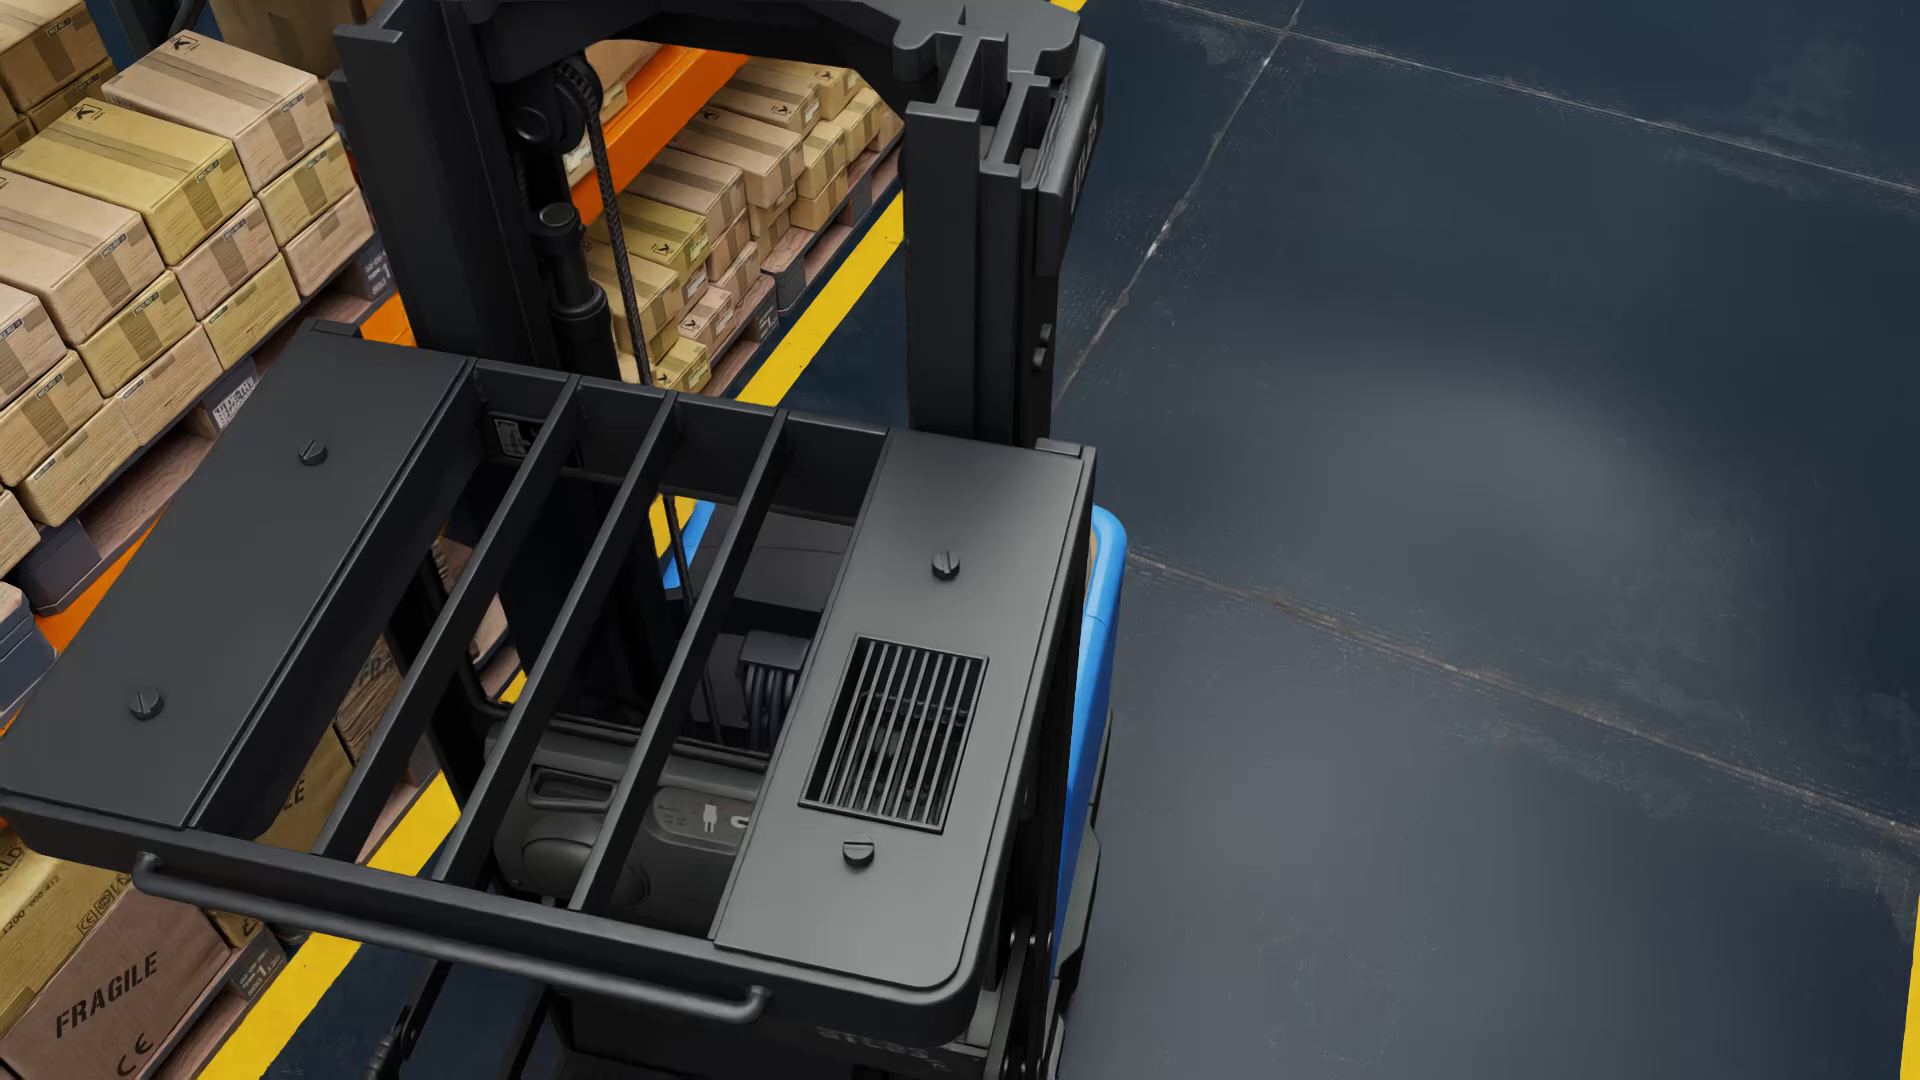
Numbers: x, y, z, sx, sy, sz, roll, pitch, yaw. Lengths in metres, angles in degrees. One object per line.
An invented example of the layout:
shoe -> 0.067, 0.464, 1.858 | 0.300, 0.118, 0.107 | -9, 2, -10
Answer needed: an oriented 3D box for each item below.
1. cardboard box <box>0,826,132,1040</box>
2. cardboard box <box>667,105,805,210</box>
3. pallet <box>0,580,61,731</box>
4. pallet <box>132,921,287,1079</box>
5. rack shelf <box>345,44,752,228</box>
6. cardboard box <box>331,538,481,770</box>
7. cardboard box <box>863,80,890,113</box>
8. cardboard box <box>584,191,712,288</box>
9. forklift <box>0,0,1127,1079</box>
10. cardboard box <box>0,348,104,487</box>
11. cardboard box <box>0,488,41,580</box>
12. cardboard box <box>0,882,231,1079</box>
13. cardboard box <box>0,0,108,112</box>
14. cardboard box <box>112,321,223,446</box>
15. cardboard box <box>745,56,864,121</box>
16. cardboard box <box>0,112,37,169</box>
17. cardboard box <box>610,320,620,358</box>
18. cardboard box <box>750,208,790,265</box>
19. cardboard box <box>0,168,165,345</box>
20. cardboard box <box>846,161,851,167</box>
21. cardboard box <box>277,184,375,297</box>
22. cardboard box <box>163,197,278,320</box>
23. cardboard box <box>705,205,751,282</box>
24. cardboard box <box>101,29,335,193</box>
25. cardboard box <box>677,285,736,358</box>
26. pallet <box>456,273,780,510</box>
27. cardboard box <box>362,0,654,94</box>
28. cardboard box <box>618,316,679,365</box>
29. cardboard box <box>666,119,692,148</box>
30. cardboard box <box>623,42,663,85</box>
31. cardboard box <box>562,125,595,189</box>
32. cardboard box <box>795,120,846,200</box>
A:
cardboard box -> -2.126, 0.729, 3.534 | 0.500, 0.250, 0.500 | 18, 52, 14
cardboard box -> -0.749, -1.287, 5.581 | 0.380, 0.149, 0.250 | 21, 53, 17
pallet -> -2.491, 0.424, 3.045 | 1.003, 0.211, 1.213 | 20, 52, 16
pallet -> -2.442, 1.268, 4.033 | 1.003, 0.211, 1.213 | 20, 52, 16
rack shelf -> -0.737, -2.160, 5.591 | 1.077, 0.370, 4.000 | 20, 52, 16
cardboard box -> -1.680, 0.250, 4.433 | 0.500, 0.500, 0.500 | 19, 52, 15
cardboard box -> -0.406, -1.733, 6.156 | 0.380, 0.149, 0.250 | 22, 53, 18
cardboard box -> -1.022, -0.951, 5.295 | 0.380, 0.149, 0.250 | 19, 52, 16
forklift -> -0.423, 0.684, 2.743 | 1.130, 2.935, 3.031 | 10, 50, 8
cardboard box -> -1.916, -0.287, 3.219 | 0.380, 0.149, 0.250 | 18, 52, 15
cardboard box -> -2.022, -0.016, 3.184 | 0.380, 0.149, 0.250 | 18, 52, 15
cardboard box -> -2.122, 0.955, 3.834 | 0.500, 0.500, 0.500 | 19, 52, 15
cardboard box -> -2.175, -1.142, 3.750 | 0.380, 0.149, 0.250 | 22, 53, 18
cardboard box -> -1.801, -0.382, 3.495 | 0.380, 0.149, 0.250 | 20, 52, 16
cardboard box -> -0.566, -1.658, 5.897 | 0.380, 0.149, 0.250 | 20, 52, 16
cardboard box -> -2.284, -0.866, 3.711 | 0.380, 0.149, 0.250 | 19, 52, 15
cardboard box -> -1.257, -0.591, 4.988 | 0.380, 0.149, 0.250 | 22, 53, 18
cardboard box -> -0.826, -1.133, 5.841 | 0.380, 0.149, 0.250 | 18, 52, 15
cardboard box -> -1.812, -0.561, 3.256 | 0.380, 0.149, 0.250 | 18, 52, 15
cardboard box -> -0.585, -1.486, 6.141 | 0.380, 0.149, 0.250 | 21, 53, 17
cardboard box -> -1.582, -0.732, 3.793 | 0.380, 0.149, 0.250 | 19, 52, 15
cardboard box -> -1.694, -0.647, 3.525 | 0.380, 0.149, 0.250 | 20, 53, 16
cardboard box -> -0.931, -1.038, 5.564 | 0.380, 0.149, 0.250 | 17, 52, 14
cardboard box -> -1.586, -0.923, 3.565 | 0.380, 0.149, 0.250 | 22, 53, 18
cardboard box -> -0.972, -0.745, 5.511 | 0.380, 0.149, 0.250 | 20, 52, 16
pallet -> -1.336, -0.586, 5.610 | 1.003, 0.211, 1.213 | 20, 52, 16
cardboard box -> -1.152, -1.404, 4.214 | 0.500, 0.500, 0.500 | 19, 52, 15
cardboard box -> -1.120, -0.673, 5.254 | 0.380, 0.149, 0.250 | 20, 53, 16
cardboard box -> -1.122, -1.526, 5.980 | 0.380, 0.149, 0.250 | 18, 52, 14
cardboard box -> -1.065, -1.426, 4.658 | 0.380, 0.149, 0.250 | 18, 52, 15
cardboard box -> -1.174, -1.023, 4.316 | 0.380, 0.149, 0.250 | 22, 53, 17
cardboard box -> -0.627, -1.373, 5.849 | 0.380, 0.149, 0.250 | 19, 52, 16
